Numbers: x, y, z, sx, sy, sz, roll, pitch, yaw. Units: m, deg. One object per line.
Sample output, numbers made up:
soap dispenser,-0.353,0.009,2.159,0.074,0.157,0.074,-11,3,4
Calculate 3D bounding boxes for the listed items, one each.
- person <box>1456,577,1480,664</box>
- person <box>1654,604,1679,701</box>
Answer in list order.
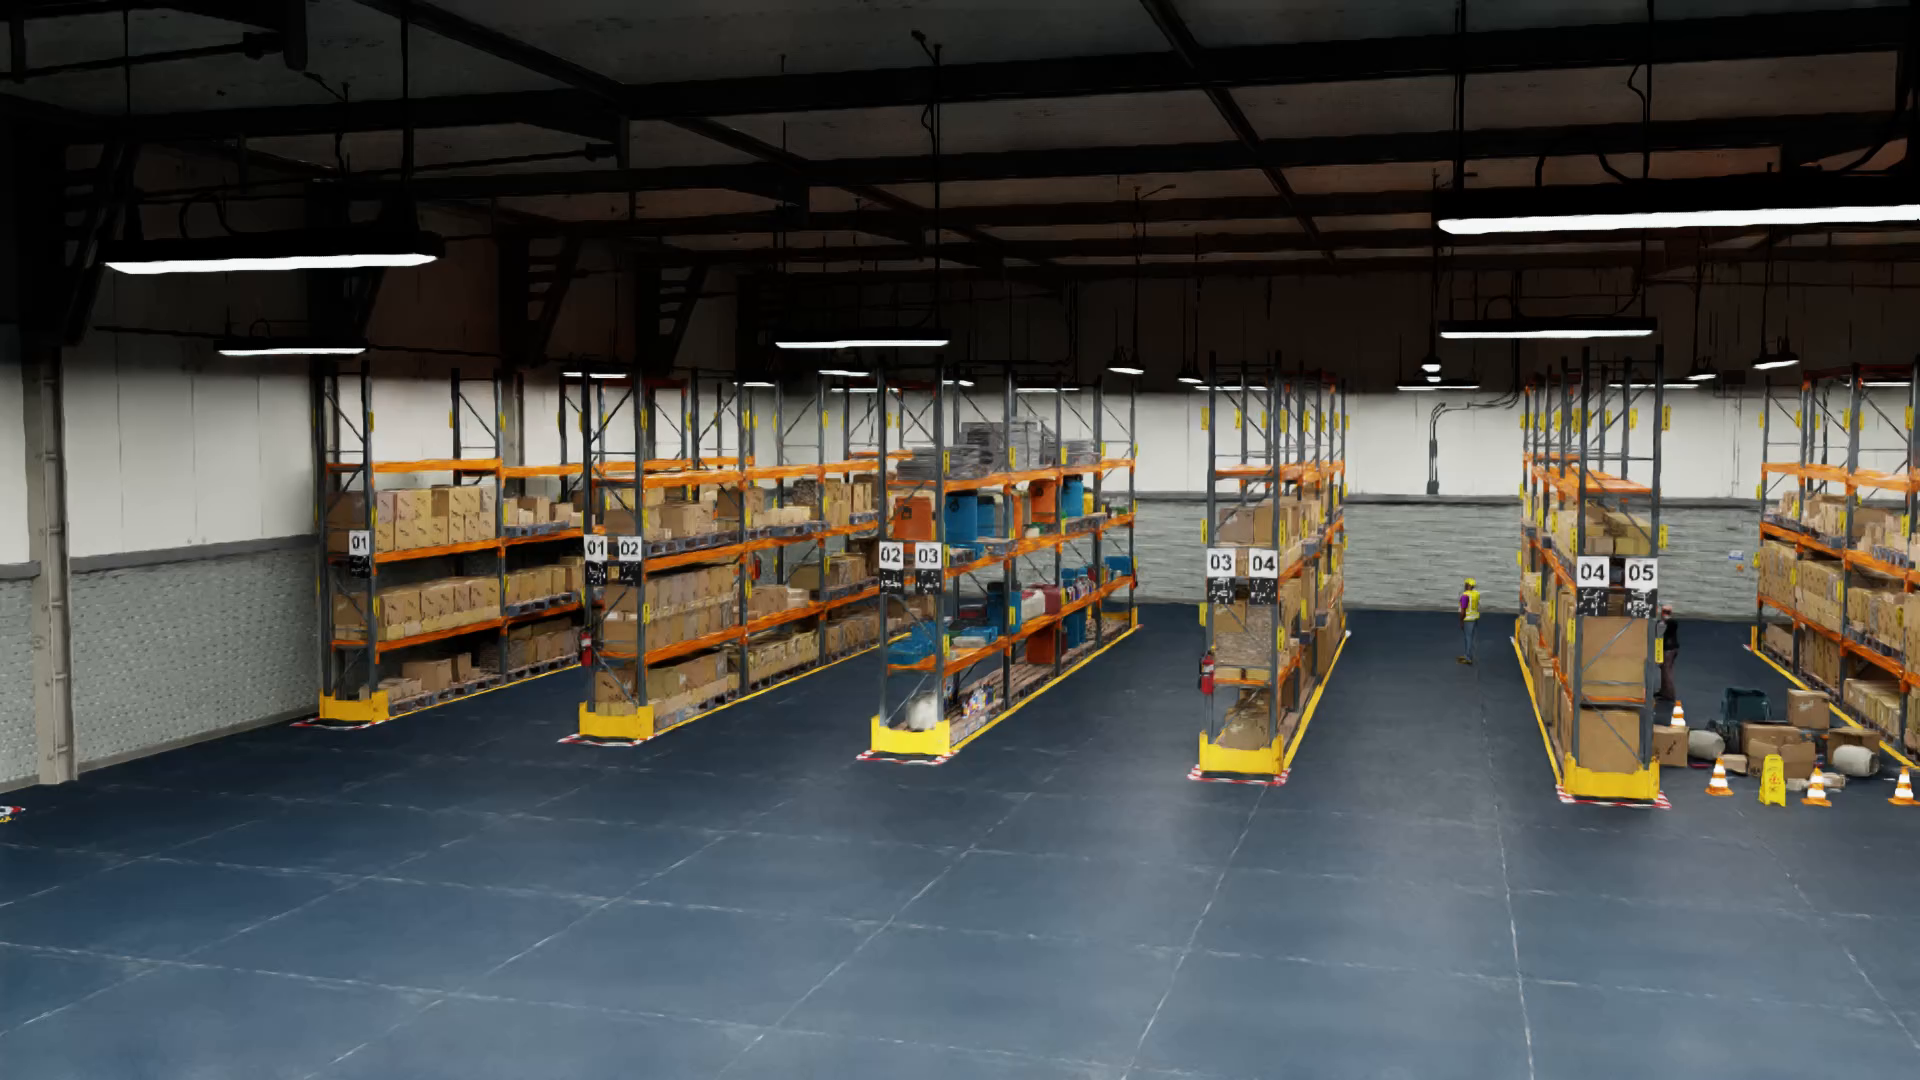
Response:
person,10.471,1.650,34.384,0.625,1.765,0.497,-4,6,-43
person,12.627,2.003,29.817,0.626,1.708,0.576,-4,5,-41
